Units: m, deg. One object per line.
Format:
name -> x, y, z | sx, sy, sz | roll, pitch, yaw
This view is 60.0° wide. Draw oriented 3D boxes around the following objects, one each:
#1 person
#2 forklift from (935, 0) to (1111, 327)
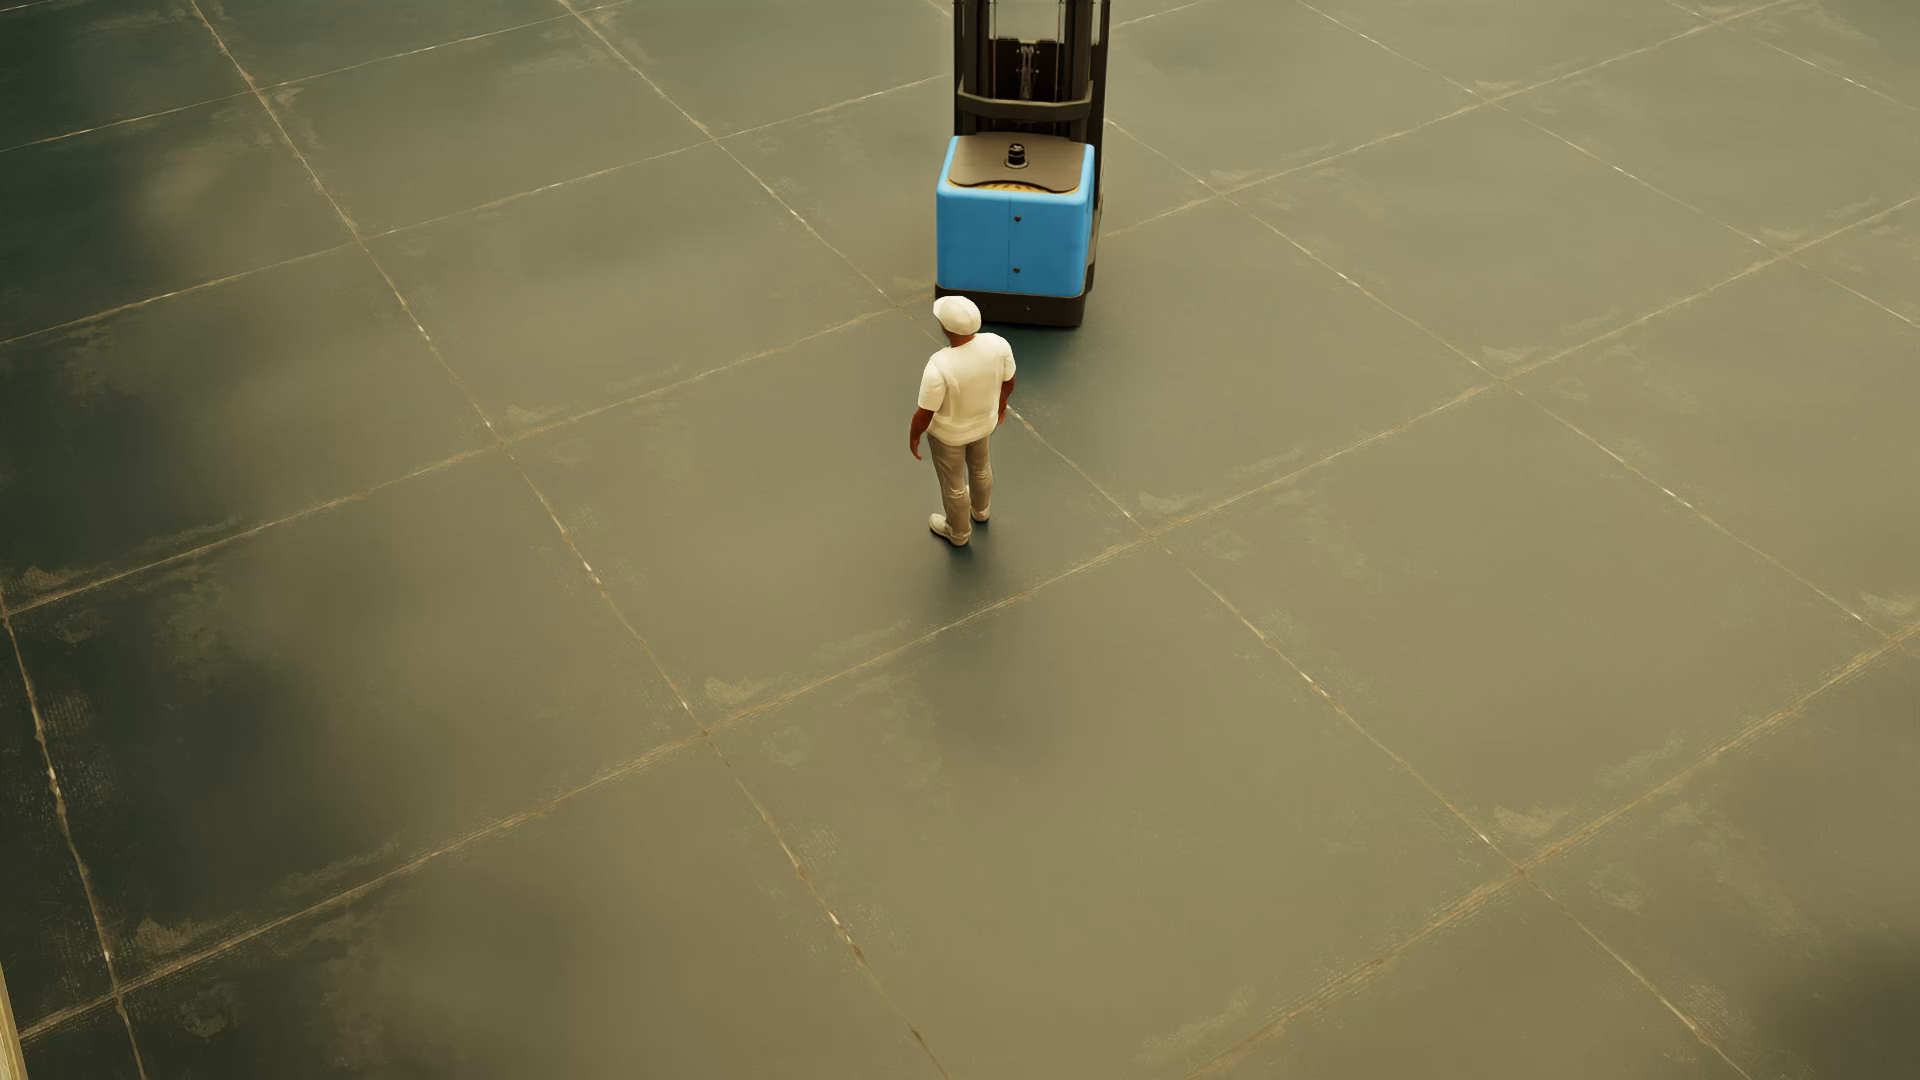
person -> -0.034, -0.711, 9.559 | 0.666, 1.768, 0.575 | -23, 46, -24
forklift -> 0.532, -3.576, 11.963 | 1.130, 2.935, 3.031 | 5, 41, 6
